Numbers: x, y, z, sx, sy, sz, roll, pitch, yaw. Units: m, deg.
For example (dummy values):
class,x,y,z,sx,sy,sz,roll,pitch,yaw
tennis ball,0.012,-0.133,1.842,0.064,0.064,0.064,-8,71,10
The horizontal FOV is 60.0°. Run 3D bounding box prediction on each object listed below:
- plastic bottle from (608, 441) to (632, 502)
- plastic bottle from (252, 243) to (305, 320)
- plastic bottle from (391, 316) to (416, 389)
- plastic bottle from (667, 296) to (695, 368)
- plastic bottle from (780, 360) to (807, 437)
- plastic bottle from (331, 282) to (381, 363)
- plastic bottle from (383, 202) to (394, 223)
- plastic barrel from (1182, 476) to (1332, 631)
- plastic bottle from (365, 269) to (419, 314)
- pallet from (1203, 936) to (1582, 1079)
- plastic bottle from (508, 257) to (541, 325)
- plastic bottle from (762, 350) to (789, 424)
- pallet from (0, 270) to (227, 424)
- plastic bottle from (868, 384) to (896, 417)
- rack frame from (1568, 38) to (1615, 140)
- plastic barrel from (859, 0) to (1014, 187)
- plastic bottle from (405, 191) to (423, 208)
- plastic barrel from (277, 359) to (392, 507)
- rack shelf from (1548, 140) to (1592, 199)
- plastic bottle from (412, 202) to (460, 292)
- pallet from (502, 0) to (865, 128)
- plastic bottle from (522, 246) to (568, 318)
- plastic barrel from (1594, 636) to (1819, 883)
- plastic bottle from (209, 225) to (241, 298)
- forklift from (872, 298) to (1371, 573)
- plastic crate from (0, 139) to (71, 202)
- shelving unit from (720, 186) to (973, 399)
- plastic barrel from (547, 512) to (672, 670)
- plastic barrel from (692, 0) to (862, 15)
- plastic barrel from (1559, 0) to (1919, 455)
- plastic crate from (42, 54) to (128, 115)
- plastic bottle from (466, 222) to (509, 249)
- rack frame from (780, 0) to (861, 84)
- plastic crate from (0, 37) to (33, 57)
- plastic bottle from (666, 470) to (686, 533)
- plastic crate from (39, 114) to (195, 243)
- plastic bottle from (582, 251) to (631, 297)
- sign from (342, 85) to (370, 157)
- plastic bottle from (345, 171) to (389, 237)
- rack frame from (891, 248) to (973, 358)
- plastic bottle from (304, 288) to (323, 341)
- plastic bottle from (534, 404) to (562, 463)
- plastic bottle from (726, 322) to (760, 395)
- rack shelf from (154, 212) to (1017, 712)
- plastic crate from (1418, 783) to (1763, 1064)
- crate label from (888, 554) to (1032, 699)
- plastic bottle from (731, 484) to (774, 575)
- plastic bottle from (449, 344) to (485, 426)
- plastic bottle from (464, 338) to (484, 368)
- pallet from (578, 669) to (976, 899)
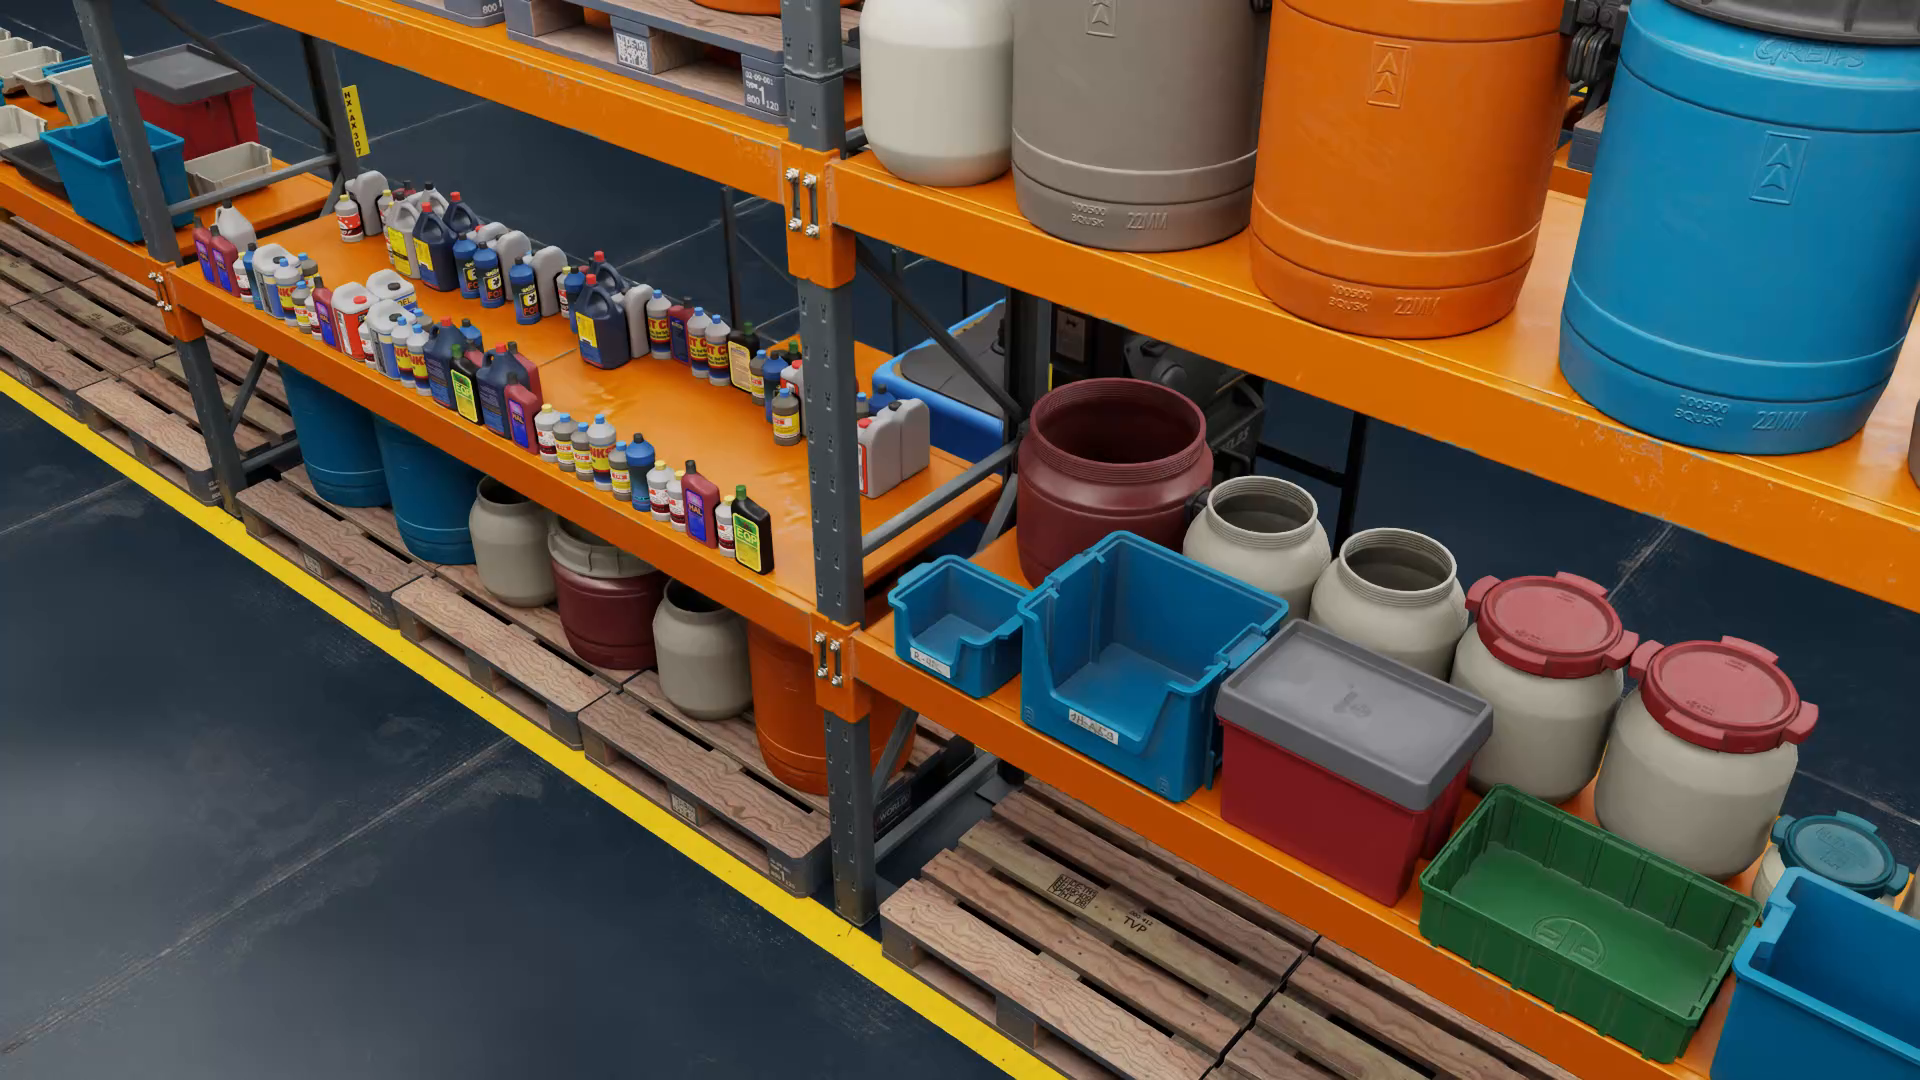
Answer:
class,x,y,z,sx,sy,sz,roll,pitch,yaw
plastic bottle,-1.136,-0.240,5.626,0.097,0.201,0.097,0,34,0
plastic bottle,-2.754,-1.054,6.744,0.135,0.276,0.152,25,42,32
plastic bottle,-2.074,-0.711,6.250,0.097,0.271,0.097,0,34,0
plastic bottle,-1.058,-0.810,6.383,0.133,0.283,0.061,25,42,32
plastic bottle,-0.555,-0.536,5.990,0.135,0.276,0.152,25,42,32
plastic bottle,-2.324,-0.851,6.449,0.135,0.276,0.152,25,42,32
plastic bottle,-2.467,-1.382,7.288,0.097,0.201,0.097,0,34,0
plastic barrel,0.854,0.111,4.839,0.421,0.512,0.421,0,34,0
plastic bottle,-2.227,-0.917,6.545,0.135,0.276,0.152,25,42,32
pallet,1.431,1.767,4.991,1.213,0.211,1.003,25,42,32
plastic bottle,-1.753,-1.007,6.680,0.097,0.271,0.097,0,34,0
plastic bottle,-0.665,-0.561,6.032,0.097,0.271,0.097,0,34,0
pallet,-4.679,-1.113,9.184,1.213,0.211,1.003,25,42,32
plastic bottle,-0.271,-0.420,5.826,0.097,0.271,0.097,0,34,0
rack frame,3.096,-2.277,8.416,0.127,3.000,1.000,25,42,32
plastic barrel,-0.031,-1.159,4.039,0.421,0.512,0.421,0,34,0
plastic bottle,-2.357,-1.385,7.227,0.135,0.276,0.152,25,42,32
plastic barrel,-2.740,-0.675,7.565,0.708,0.901,0.600,25,42,32
rack shelf,4.633,-1.256,7.565,4.000,0.370,1.077,25,42,32
plastic bottle,-2.182,-1.230,6.935,0.185,0.351,0.144,25,42,32
pallet,-0.599,-1.600,4.948,1.213,0.211,1.003,25,42,32
plastic bottle,-1.688,-1.070,6.768,0.135,0.276,0.152,25,42,32
plastic barrel,1.842,0.563,4.160,0.433,0.535,0.433,0,34,0
plastic bottle,-3.036,-1.156,6.887,0.133,0.283,0.061,25,42,32
forklift,1.069,-0.699,6.179,3.031,2.935,1.130,25,42,32
plastic crate,-4.180,-1.771,7.869,0.590,0.125,0.437,25,42,32
shelving unit,-0.509,-0.861,7.678,1.083,1.500,0.587,25,42,32
plastic barrel,-1.328,0.120,6.685,0.708,0.588,0.600,25,42,32
plastic barrel,-0.508,-1.916,4.490,0.708,0.830,0.600,25,42,32
plastic barrel,1.466,-0.680,2.998,0.708,0.901,0.600,25,42,32
plastic crate,-4.479,-2.343,8.607,0.300,0.233,0.416,25,42,32
plastic bottle,-1.969,-1.203,6.961,0.135,0.276,0.152,25,42,32
rack frame,-0.073,-2.595,3.580,0.127,3.000,1.000,25,42,32
plastic crate,-5.265,-2.608,9.078,0.243,0.136,0.396,25,42,32
plastic bottle,-0.912,-0.134,5.472,0.097,0.201,0.097,0,34,0
plastic crate,-3.724,-1.610,7.406,0.575,0.384,0.392,25,42,32
plastic bottle,-1.385,-0.961,6.543,0.185,0.351,0.144,25,42,32
sign,-2.794,-1.924,7.657,0.005,0.325,0.100,25,42,32
plastic bottle,-2.638,-1.518,7.420,0.135,0.276,0.152,25,42,32
rack frame,-0.113,-0.672,7.404,0.032,1.500,0.500,25,42,32
plastic bottle,-2.533,-0.899,6.584,0.097,0.201,0.097,0,34,0
plastic bottle,-1.435,-0.381,5.831,0.097,0.201,0.097,0,34,0
plastic bottle,-0.806,-0.691,6.209,0.133,0.283,0.061,25,42,32
rack shelf,-1.610,-0.550,6.537,4.000,0.370,1.077,25,42,32
plastic crate,1.482,0.906,3.968,0.662,0.188,0.450,25,42,32
crate label,0.011,0.263,4.866,0.416,0.233,0.303,25,42,32
plastic bottle,-0.657,-0.035,5.254,0.133,0.283,0.061,25,42,32
plastic bottle,-1.780,-0.564,6.025,0.133,0.283,0.061,25,42,32
plastic bottle,-1.741,-0.591,6.063,0.133,0.283,0.061,25,42,32
pallet,-0.706,0.760,6.457,1.213,0.211,1.003,25,42,32
